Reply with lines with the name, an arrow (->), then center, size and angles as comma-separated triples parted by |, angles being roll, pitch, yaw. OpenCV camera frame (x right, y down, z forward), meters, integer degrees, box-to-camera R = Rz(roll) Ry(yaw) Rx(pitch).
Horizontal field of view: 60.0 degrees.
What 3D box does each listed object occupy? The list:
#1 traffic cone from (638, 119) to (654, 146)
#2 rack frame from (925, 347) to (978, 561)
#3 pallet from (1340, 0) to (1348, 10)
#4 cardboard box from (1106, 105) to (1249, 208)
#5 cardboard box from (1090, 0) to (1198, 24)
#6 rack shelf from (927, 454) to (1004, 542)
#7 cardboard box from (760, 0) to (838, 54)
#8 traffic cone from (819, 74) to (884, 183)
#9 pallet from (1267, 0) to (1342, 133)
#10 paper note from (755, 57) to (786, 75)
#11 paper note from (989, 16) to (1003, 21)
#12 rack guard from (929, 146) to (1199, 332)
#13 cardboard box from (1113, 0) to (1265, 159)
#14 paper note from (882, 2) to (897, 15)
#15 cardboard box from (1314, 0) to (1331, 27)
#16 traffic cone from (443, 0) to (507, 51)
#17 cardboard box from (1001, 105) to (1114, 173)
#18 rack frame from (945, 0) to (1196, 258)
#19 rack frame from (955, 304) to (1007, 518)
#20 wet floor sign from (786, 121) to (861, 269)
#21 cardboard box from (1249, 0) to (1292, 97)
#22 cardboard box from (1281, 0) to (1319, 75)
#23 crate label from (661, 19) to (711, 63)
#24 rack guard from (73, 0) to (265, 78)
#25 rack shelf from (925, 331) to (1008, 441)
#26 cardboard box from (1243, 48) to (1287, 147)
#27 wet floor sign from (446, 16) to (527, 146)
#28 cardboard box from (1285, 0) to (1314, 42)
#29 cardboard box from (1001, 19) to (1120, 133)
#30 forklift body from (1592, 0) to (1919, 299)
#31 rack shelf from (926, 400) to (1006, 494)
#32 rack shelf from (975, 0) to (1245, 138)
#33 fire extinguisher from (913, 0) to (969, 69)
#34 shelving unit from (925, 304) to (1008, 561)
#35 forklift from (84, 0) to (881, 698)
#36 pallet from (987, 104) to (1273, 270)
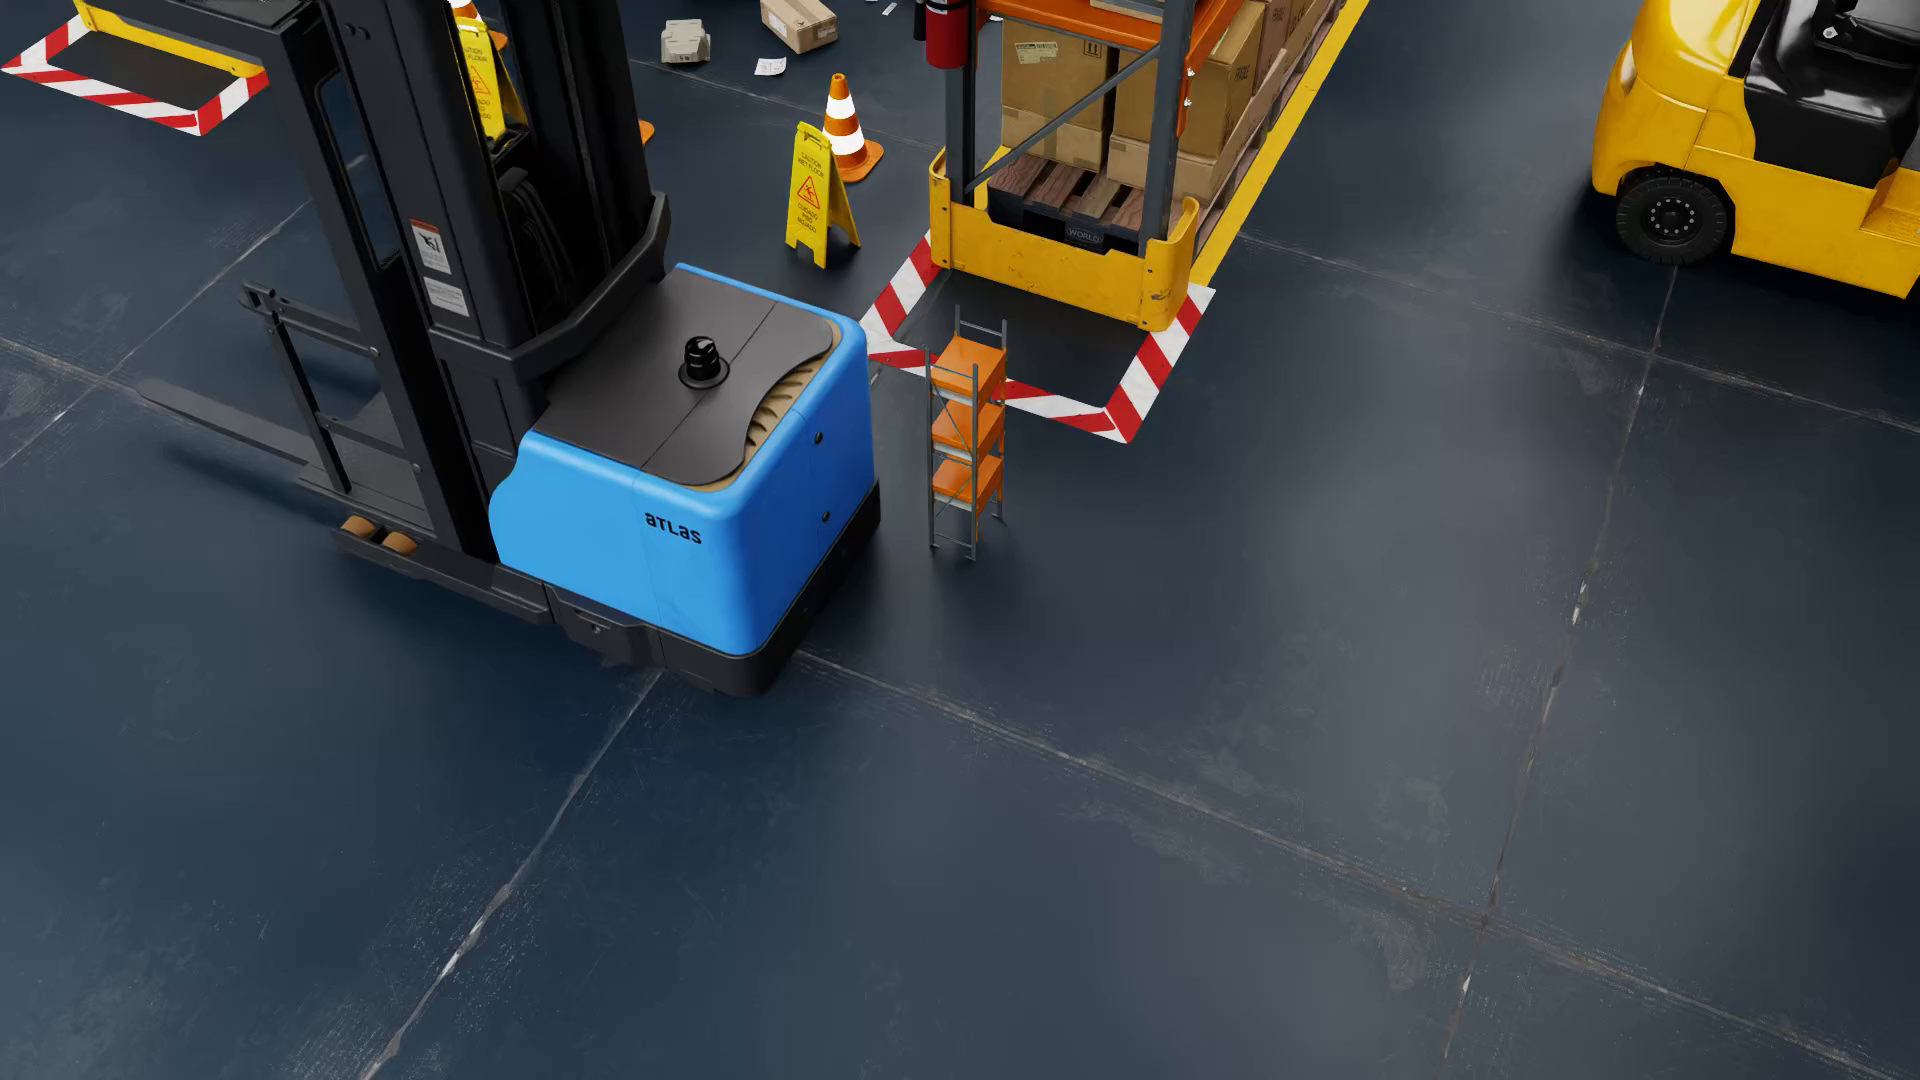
traffic cone -> -1.719, -2.150, 8.090 | 0.336, 0.463, 0.334 | 20, 52, 16
rack frame -> -0.029, -0.293, 6.125 | 0.200, 1.050, 0.008 | 20, 52, 16
pallet -> 1.867, -3.506, 9.410 | 1.003, 0.211, 1.213 | 20, 52, 16
cardboard box -> 1.007, -1.839, 7.690 | 0.500, 0.250, 0.500 | 19, 52, 16
cardboard box -> 0.745, -2.214, 6.644 | 0.380, 0.149, 0.250 | 20, 52, 16
rack shelf -> 0.023, -0.190, 6.416 | 0.215, 0.259, 0.240 | 20, 52, 16
cardboard box -> -0.854, -2.764, 8.820 | 0.250, 0.149, 0.380 | -28, 55, -22
traffic cone -> -0.570, -2.023, 7.982 | 0.336, 0.463, 0.334 | 20, 52, 16
pallet -> 1.347, -2.663, 8.692 | 1.003, 0.211, 1.213 | 20, 52, 16
paper note -> -0.983, -2.465, 8.643 | 0.148, 0.019, 0.142 | 4, 50, 3
paper note -> 0.203, -2.852, 8.971 | 0.142, 0.019, 0.148 | 4, 50, 3
rack guard -> 0.445, -1.371, 7.404 | 1.175, 0.500, 0.348 | 20, 52, 16
cardboard box -> 1.017, -2.099, 7.419 | 0.500, 0.500, 0.500 | 18, 52, 15
paper note -> -0.380, -2.877, 9.007 | 0.032, 0.001, 0.123 | 20, 52, 16
cardboard box -> 1.672, -2.915, 8.606 | 0.500, 0.250, 0.500 | 21, 53, 17
traffic cone -> -2.595, -2.751, 8.603 | 0.336, 0.463, 0.334 | 20, 52, 16
cardboard box -> 0.525, -2.035, 7.857 | 0.500, 0.250, 0.500 | 20, 52, 16
rack frame -> 0.413, -2.129, 6.407 | 1.000, 3.000, 0.127 | 20, 52, 16
rack frame -> 0.075, -0.461, 6.268 | 0.200, 1.050, 0.008 | 20, 52, 16
wet floor sign -> -0.636, -1.583, 7.489 | 0.232, 0.644, 0.267 | -37, 59, -27
cardboard box -> 1.236, -2.460, 7.726 | 0.500, 0.500, 0.500 | 18, 52, 15
cardboard box -> 1.454, -2.568, 8.311 | 0.500, 0.250, 0.500 | 23, 53, 18
crate label -> -1.439, -2.606, 8.692 | 0.250, 0.136, 0.298 | -4, 50, -3
rack guard -> -4.116, -2.843, 8.656 | 1.175, 0.500, 0.348 | 20, 52, 16
rack shelf -> 0.023, -0.554, 5.989 | 0.215, 0.259, 0.240 | 20, 52, 16
cardboard box -> 1.232, -2.188, 7.987 | 0.500, 0.250, 0.500 | 22, 53, 17
wet floor sign -> -2.328, -2.243, 8.050 | 0.267, 0.644, 0.232 | 12, 51, 10
cardboard box -> 1.458, -2.803, 8.018 | 0.500, 0.500, 0.500 | 21, 53, 17
cardboard box -> 0.519, -2.253, 7.550 | 0.500, 0.500, 0.500 | 20, 53, 16
forklift body -> 4.063, -2.141, 6.974 | 2.313, 2.155, 1.214 | 20, 52, 16
rack shelf -> 0.023, -0.370, 6.205 | 0.215, 0.259, 0.240 | 20, 52, 16
rack shelf -> 1.267, -3.273, 7.853 | 1.077, 0.370, 4.000 | 20, 52, 16
fire extinguisher -> -0.053, -2.175, 6.497 | 0.296, 0.674, 0.183 | 20, 52, 16
shelving unit -> 0.023, -0.377, 6.197 | 0.215, 1.050, 0.252 | 20, 52, 16
forklift -> -1.869, -1.163, 5.630 | 3.031, 2.935, 1.130 | 20, 52, 16
pallet -> 0.824, -1.826, 7.980 | 1.003, 0.211, 1.213 | 20, 52, 16
